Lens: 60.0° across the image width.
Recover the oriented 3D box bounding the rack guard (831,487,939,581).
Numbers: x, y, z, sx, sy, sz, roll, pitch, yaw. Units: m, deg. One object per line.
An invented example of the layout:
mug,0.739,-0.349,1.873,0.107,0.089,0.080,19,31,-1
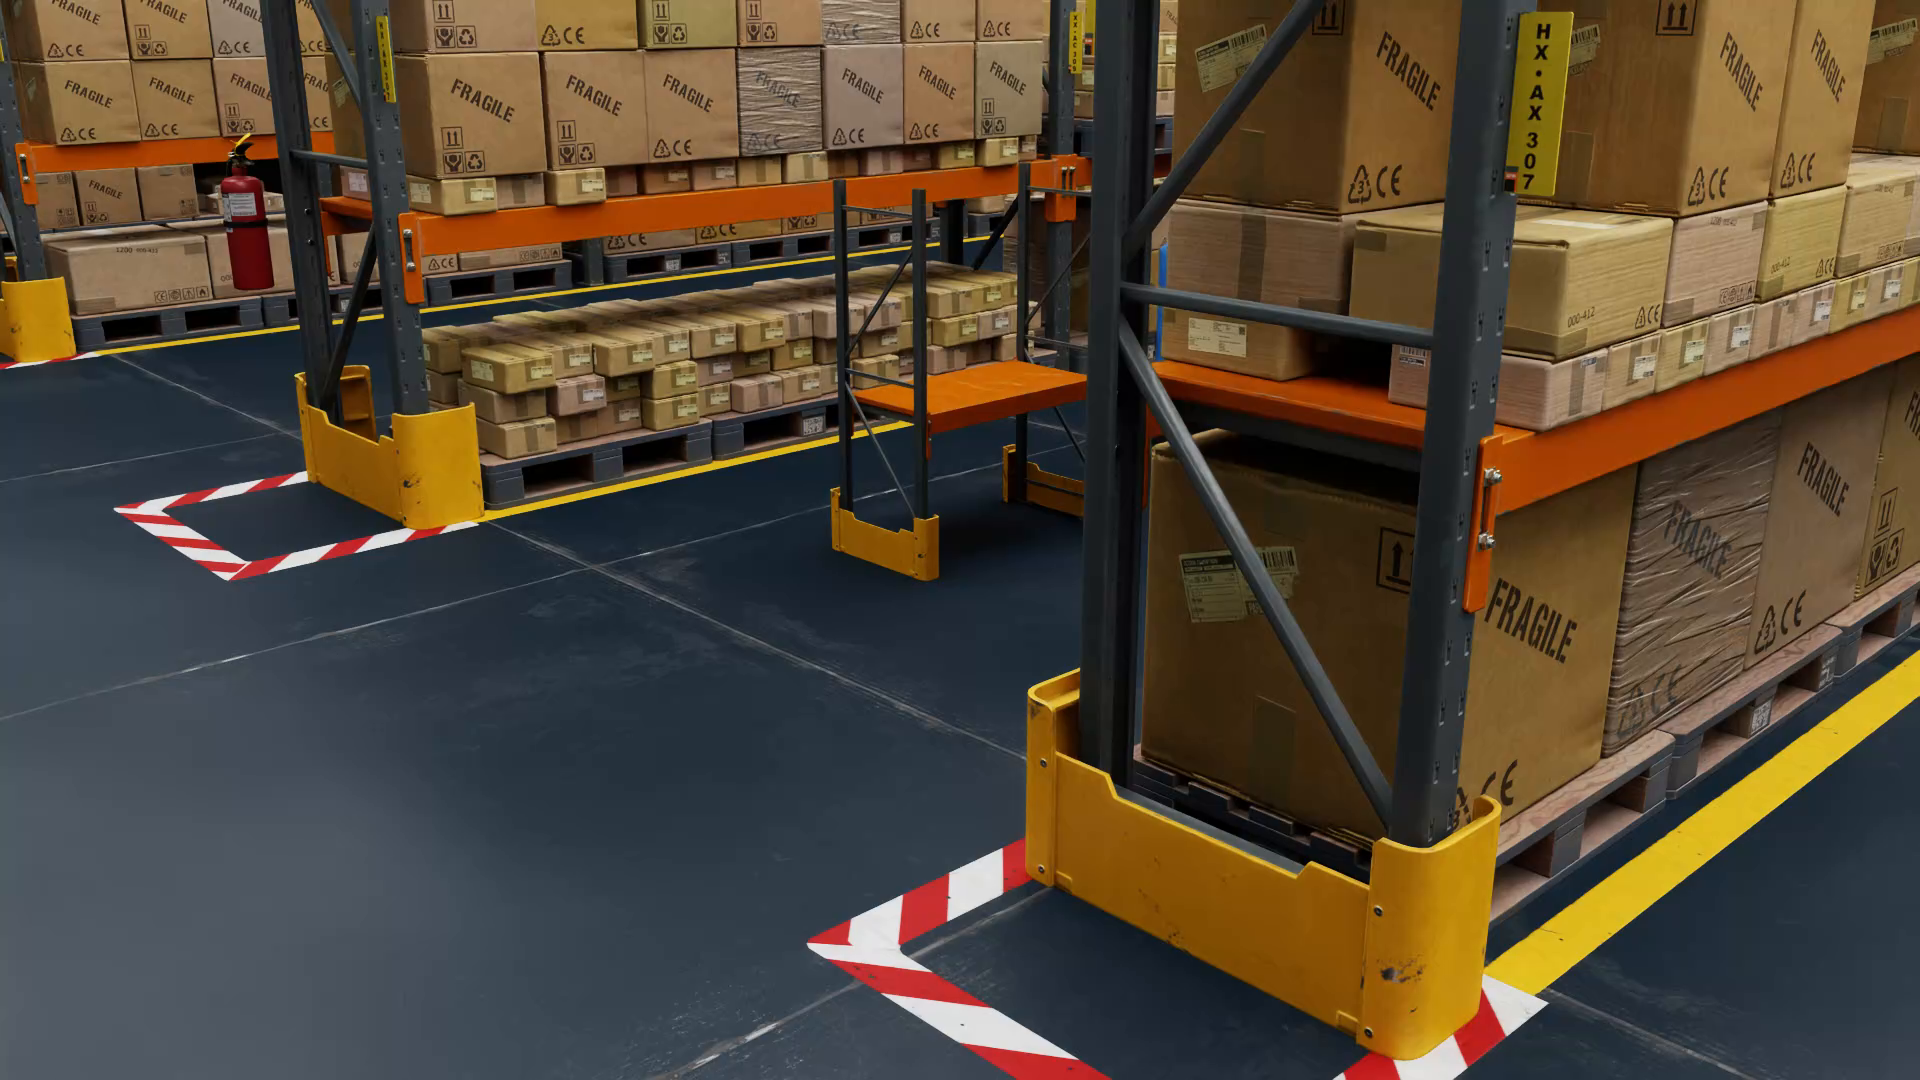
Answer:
rack guard,-0.306,-0.030,6.671,0.087,0.250,0.587,-16,24,-41

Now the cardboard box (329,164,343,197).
cardboard box,-6.122,-3.721,16.970,0.500,0.500,0.500,-15,23,-38

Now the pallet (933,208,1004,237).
pallet,0.260,-3.233,16.614,1.213,0.211,1.003,-16,24,-41

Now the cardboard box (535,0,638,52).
cardboard box,-1.776,-2.420,7.319,0.500,0.500,0.500,-15,23,-39

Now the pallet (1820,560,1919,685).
pallet,2.987,0.144,6.197,1.213,0.211,1.003,-16,24,-41

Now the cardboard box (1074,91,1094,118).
cardboard box,0.862,-2.519,9.618,0.380,0.149,0.250,16,24,41

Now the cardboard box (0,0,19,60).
cardboard box,-5.935,-3.378,10.756,0.500,0.500,0.500,-15,23,-39

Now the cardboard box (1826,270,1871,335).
cardboard box,2.289,-0.686,4.645,0.250,0.149,0.380,-17,25,-42

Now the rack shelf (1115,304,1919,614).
rack shelf,2.140,-0.560,5.014,4.000,0.370,1.077,-16,24,-41

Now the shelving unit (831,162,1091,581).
shelving unit,0.055,-0.730,6.803,1.083,1.500,0.587,-16,24,-41

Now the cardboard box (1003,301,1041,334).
cardboard box,0.249,-1.306,9.608,0.250,0.149,0.380,-16,24,-40

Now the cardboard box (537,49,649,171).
cardboard box,-1.760,-1.952,7.499,0.500,0.500,0.500,-16,24,-41

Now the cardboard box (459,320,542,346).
cardboard box,-2.215,-0.947,8.019,0.250,0.149,0.380,-16,24,-40

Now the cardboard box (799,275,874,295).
cardboard box,-0.698,-1.389,9.381,0.250,0.149,0.380,-17,25,-42

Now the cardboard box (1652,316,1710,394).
cardboard box,1.543,-0.469,3.975,0.250,0.149,0.380,-17,25,-42

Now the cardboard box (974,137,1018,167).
cardboard box,0.100,-2.147,9.151,0.250,0.149,0.380,-17,25,-42

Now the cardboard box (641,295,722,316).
cardboard box,-1.457,-1.171,8.711,0.380,0.149,0.250,17,25,42

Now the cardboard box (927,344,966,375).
cardboard box,-0.185,-1.036,9.258,0.380,0.149,0.250,17,25,42

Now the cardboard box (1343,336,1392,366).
cardboard box,0.907,-0.563,4.266,0.250,0.149,0.380,-16,24,-40

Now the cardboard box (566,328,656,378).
cardboard box,-1.644,-0.883,7.820,0.250,0.149,0.380,-16,24,-41

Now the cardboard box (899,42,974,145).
cardboard box,-0.276,-2.372,8.793,0.500,0.500,0.500,-17,25,-42

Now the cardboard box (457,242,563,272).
cardboard box,-3.745,-2.419,13.054,0.875,0.438,0.875,-17,24,-42

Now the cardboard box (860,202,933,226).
cardboard box,-0.868,-3.455,15.543,0.875,0.875,0.875,-17,24,-41

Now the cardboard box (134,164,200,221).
cardboard box,-7.623,-3.322,15.739,0.700,0.500,0.500,17,24,42

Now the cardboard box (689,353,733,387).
cardboard box,-1.347,-0.874,8.277,0.380,0.149,0.250,16,24,41

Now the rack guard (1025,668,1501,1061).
rack guard,0.670,0.716,3.966,0.348,0.500,1.175,-16,24,-41

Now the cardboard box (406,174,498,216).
cardboard box,-2.187,-1.487,7.114,0.250,0.149,0.380,-17,24,-41

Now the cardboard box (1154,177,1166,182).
cardboard box,1.698,-3.927,17.812,0.625,0.372,0.950,-14,23,-37

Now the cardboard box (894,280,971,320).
cardboard box,-0.155,-1.334,9.213,0.250,0.149,0.380,-17,24,-41

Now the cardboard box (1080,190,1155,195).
cardboard box,1.009,-2.147,10.898,0.500,0.250,0.500,-15,23,-38

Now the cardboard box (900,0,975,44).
cardboard box,-0.268,-2.852,8.653,0.500,0.500,0.500,17,25,42

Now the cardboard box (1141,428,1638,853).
cardboard box,1.097,0.179,4.332,0.875,0.875,0.875,-16,24,-41

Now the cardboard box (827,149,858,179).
cardboard box,-0.738,-1.949,8.539,0.250,0.149,0.380,-17,24,-42

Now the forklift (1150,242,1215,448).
forklift,2.403,-1.953,8.258,3.031,2.935,1.130,-14,22,-36

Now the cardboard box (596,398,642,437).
cardboard box,-1.737,-0.622,7.981,0.250,0.149,0.380,-16,24,-40

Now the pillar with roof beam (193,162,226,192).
pillar with roof beam,-4.795,-6.602,12.755,0.400,9.000,9.100,-16,24,-41

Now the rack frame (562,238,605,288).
rack frame,-3.215,-3.547,13.060,0.127,3.000,1.000,-16,24,-41

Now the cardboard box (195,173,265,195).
cardboard box,-7.270,-3.492,16.570,0.500,0.311,0.500,-15,23,-39

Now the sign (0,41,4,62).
sign,-5.745,-3.023,9.912,0.005,0.325,0.100,-16,24,-41

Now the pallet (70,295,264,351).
pallet,-5.594,-1.559,11.452,1.213,0.211,1.003,-16,24,-41

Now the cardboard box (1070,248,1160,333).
cardboard box,0.978,-1.567,10.325,0.500,0.500,0.500,-15,23,-39

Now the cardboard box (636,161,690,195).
cardboard box,-1.490,-1.733,7.872,0.250,0.149,0.380,-17,24,-41

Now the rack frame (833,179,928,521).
rack frame,-0.307,-0.624,6.477,0.032,1.500,0.500,-16,24,-41

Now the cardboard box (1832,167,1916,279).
cardboard box,2.338,-0.919,4.715,0.500,0.250,0.500,-17,24,-42

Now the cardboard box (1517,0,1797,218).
cardboard box,1.585,-1.052,3.911,0.500,0.500,0.500,-17,25,-42

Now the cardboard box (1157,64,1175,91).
cardboard box,1.048,-2.716,9.743,0.250,0.149,0.380,-17,24,-42

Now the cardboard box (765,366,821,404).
cardboard box,-0.932,-0.825,8.607,0.250,0.149,0.380,-16,24,-41

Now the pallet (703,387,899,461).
pallet,-1.091,-0.722,8.870,1.213,0.211,1.003,-16,24,-41

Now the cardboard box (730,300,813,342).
cardboard box,-0.973,-1.131,8.585,0.250,0.149,0.380,-16,24,-41

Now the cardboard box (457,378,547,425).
cardboard box,-2.090,-0.650,7.584,0.250,0.149,0.380,-15,23,-39

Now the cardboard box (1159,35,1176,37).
cardboard box,1.248,-2.917,9.878,0.250,0.149,0.380,-16,24,-40

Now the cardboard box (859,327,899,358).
cardboard box,-0.543,-1.095,8.959,0.250,0.149,0.380,-16,24,-40

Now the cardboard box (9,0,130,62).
cardboard box,-5.577,-3.260,10.393,0.500,0.500,0.500,-17,25,-42

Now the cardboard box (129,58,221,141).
cardboard box,-5.227,-2.897,10.895,0.500,0.500,0.500,-17,24,-42
